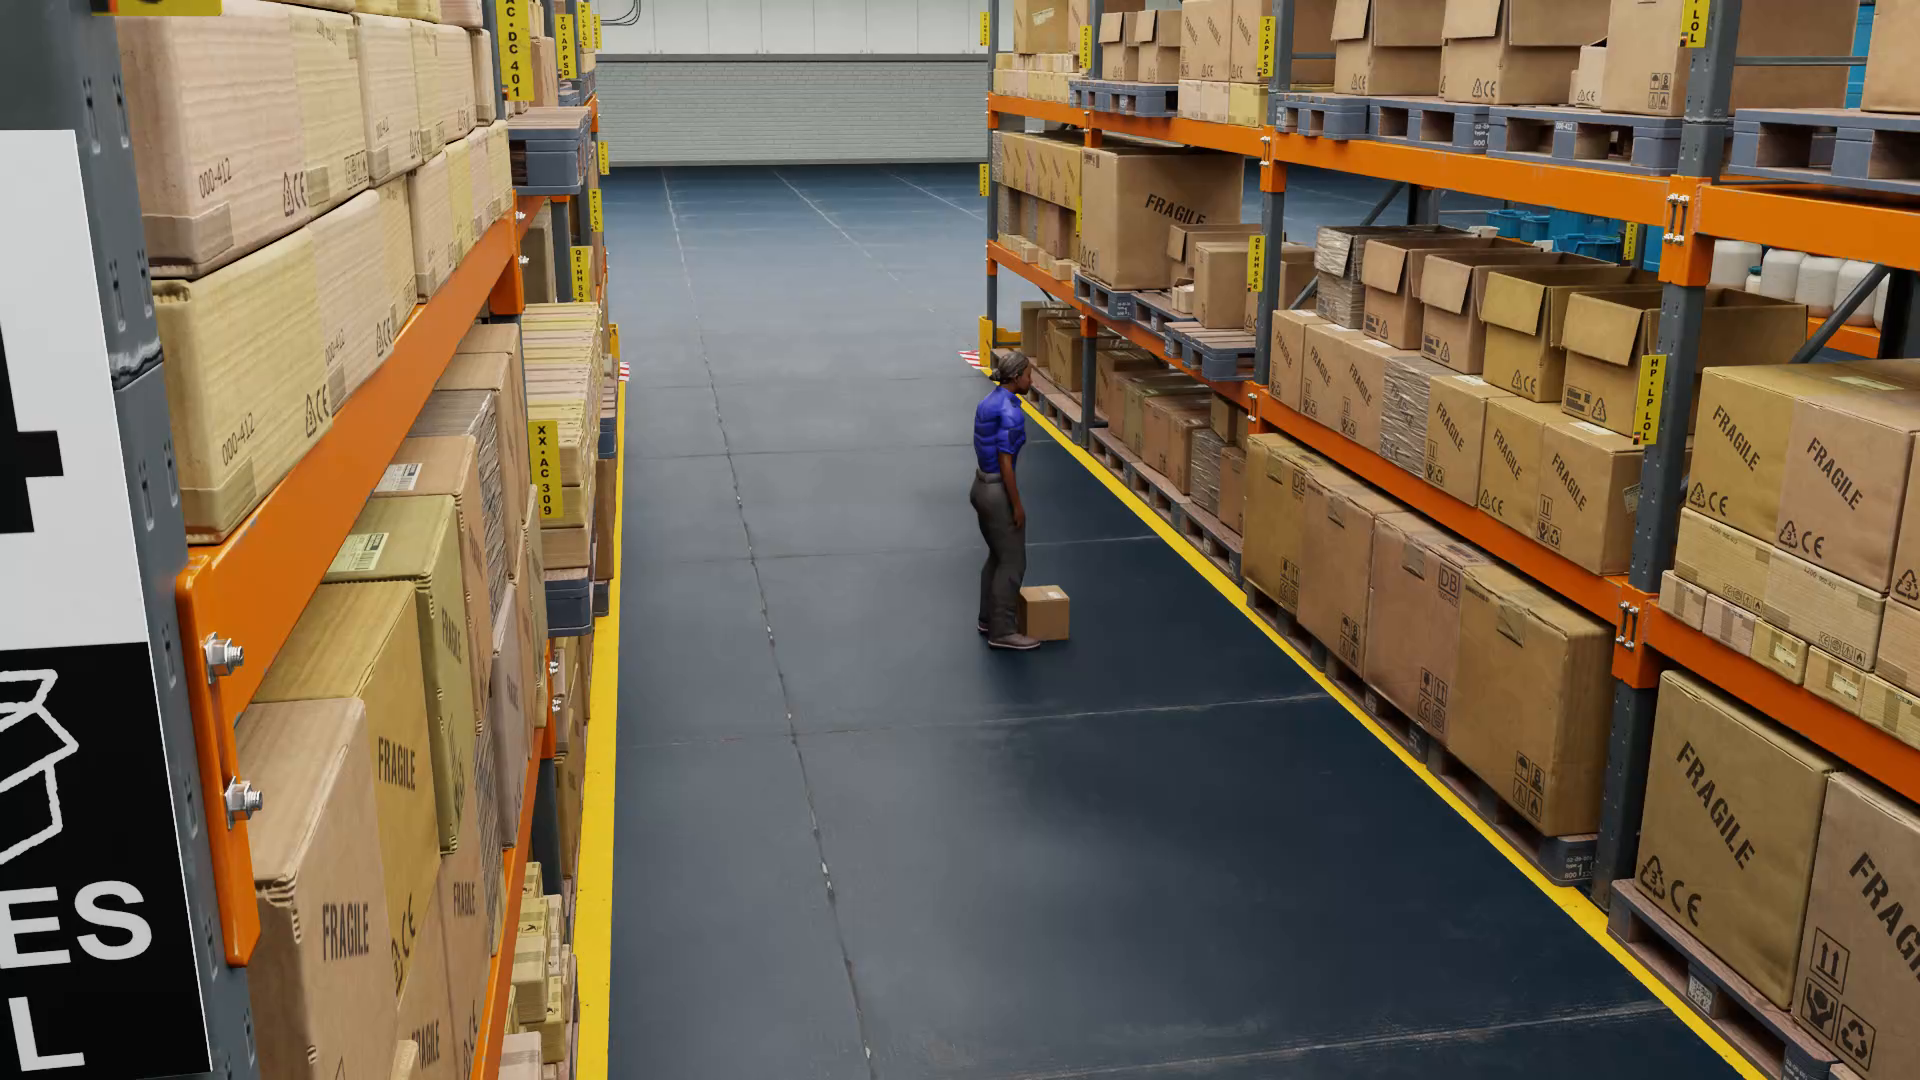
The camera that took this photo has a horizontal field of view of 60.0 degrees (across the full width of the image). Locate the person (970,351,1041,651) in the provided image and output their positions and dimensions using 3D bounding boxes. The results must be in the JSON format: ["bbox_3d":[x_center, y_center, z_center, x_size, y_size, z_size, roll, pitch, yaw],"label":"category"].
[{"bbox_3d":[0.246,-0.234,9.339,0.351,1.653,0.527,-4,17,-14],"label":"person"}]
